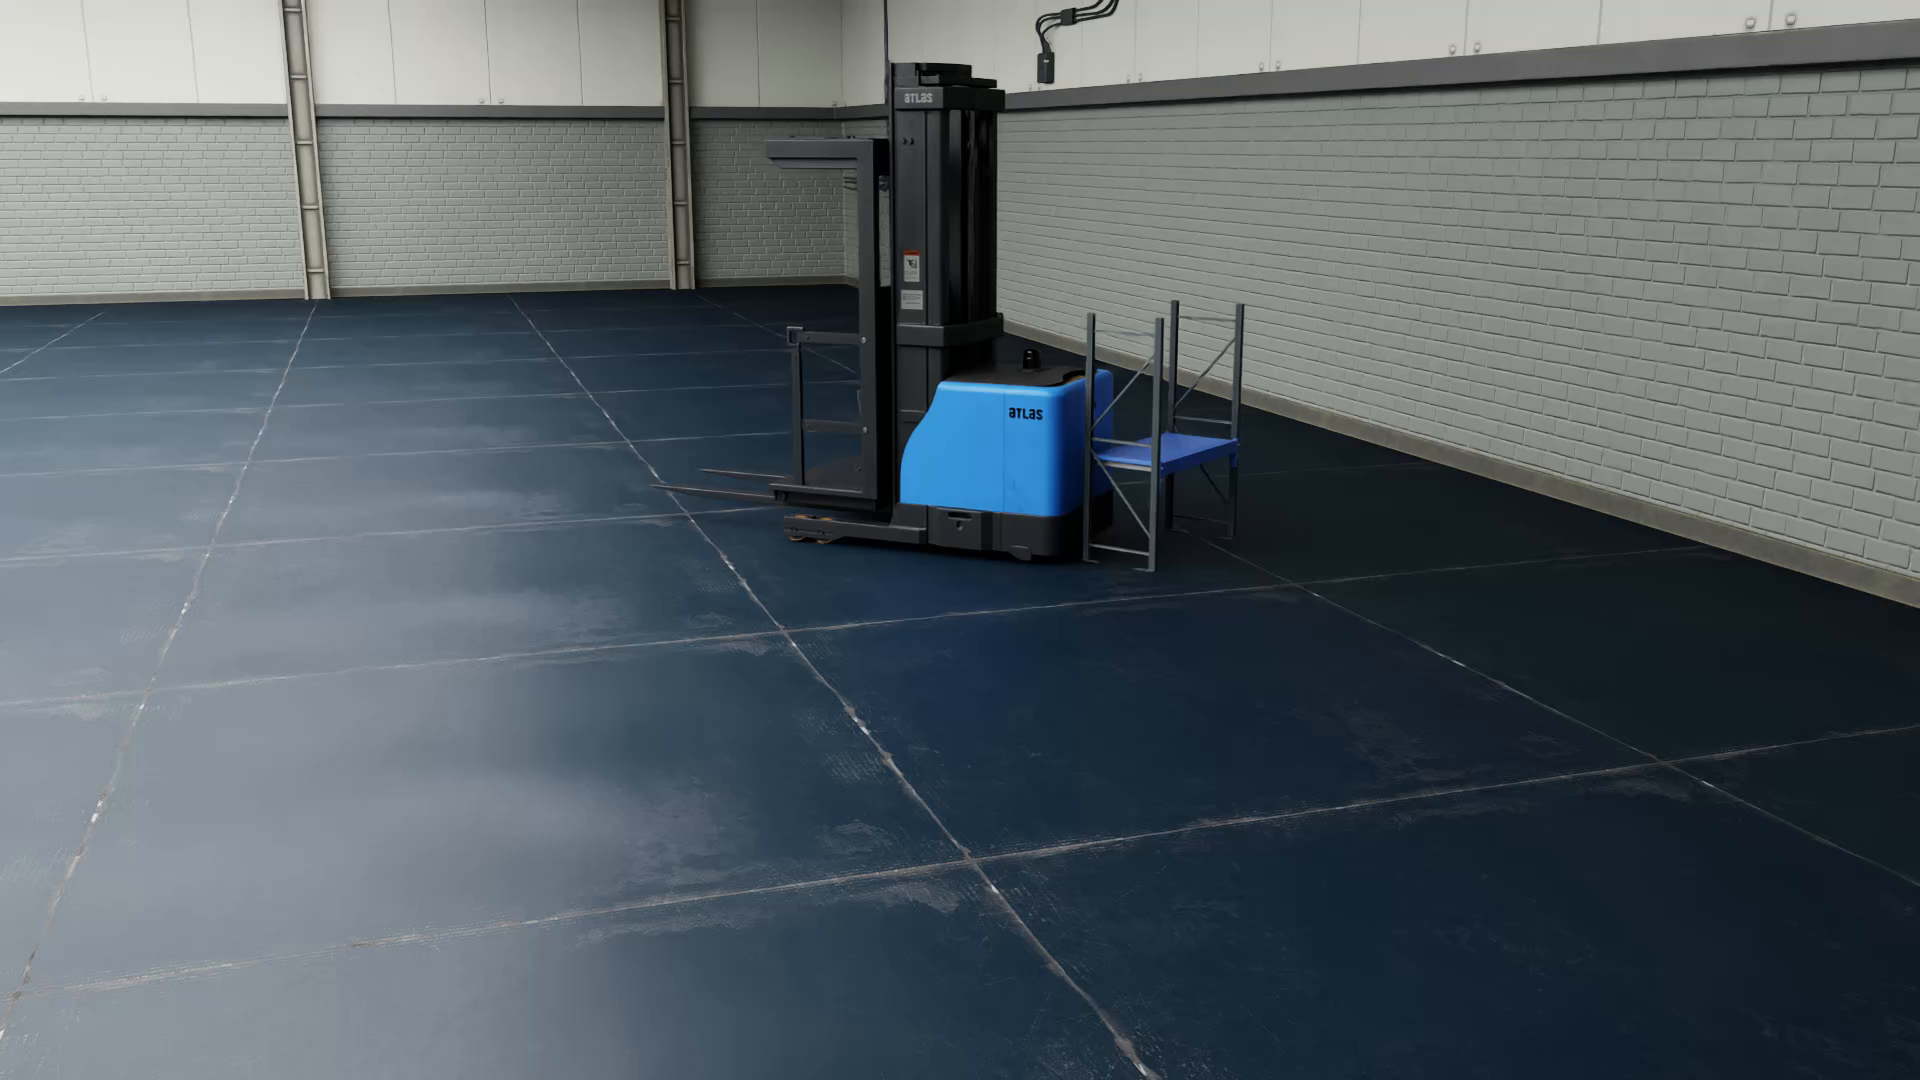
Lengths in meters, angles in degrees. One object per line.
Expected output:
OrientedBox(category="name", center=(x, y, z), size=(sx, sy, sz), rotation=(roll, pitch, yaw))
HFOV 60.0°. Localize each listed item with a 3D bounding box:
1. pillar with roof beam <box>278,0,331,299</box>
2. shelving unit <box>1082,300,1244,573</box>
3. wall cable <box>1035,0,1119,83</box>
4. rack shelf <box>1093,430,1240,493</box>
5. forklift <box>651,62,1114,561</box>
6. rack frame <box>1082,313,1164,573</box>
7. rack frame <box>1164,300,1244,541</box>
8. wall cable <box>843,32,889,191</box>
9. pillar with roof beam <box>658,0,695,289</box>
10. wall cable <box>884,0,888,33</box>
OrientedBox(category="pillar with roof beam", center=(-9.190, -7.413, 22.361), size=(0.400, 9.000, 9.100), rotation=(-4, 14, -18))
OrientedBox(category="shelving unit", center=(1.254, -0.667, 10.206), size=(0.538, 1.500, 1.048), rotation=(9, 16, 35))
OrientedBox(category="wall cable", center=(1.351, -8.299, 18.735), size=(0.169, 6.003, 2.305), rotation=(-4, 14, -18))
OrientedBox(category="rack shelf", center=(1.254, -0.492, 10.248), size=(0.538, 0.185, 1.000), rotation=(9, 16, 35))
OrientedBox(category="forklift", center=(-0.574, -1.505, 10.635), size=(3.031, 2.935, 1.130), rotation=(6, 15, 23))
OrientedBox(category="rack frame", center=(0.956, -0.572, 9.806), size=(0.500, 1.500, 0.032), rotation=(9, 16, 35))
OrientedBox(category="rack frame", center=(1.552, -0.762, 10.607), size=(0.500, 1.500, 0.032), rotation=(9, 16, 35))
OrientedBox(category="wall cable", center=(-1.662, -7.217, 28.247), size=(0.112, 2.526, 3.097), rotation=(-4, 14, -18))
OrientedBox(category="pillar with roof beam", center=(-3.503, -7.856, 24.223), size=(0.400, 9.000, 9.100), rotation=(-4, 14, -18))
OrientedBox(category="wall cable", center=(-0.799, -9.080, 25.168), size=(0.112, 2.526, 3.097), rotation=(-4, 14, -18))
